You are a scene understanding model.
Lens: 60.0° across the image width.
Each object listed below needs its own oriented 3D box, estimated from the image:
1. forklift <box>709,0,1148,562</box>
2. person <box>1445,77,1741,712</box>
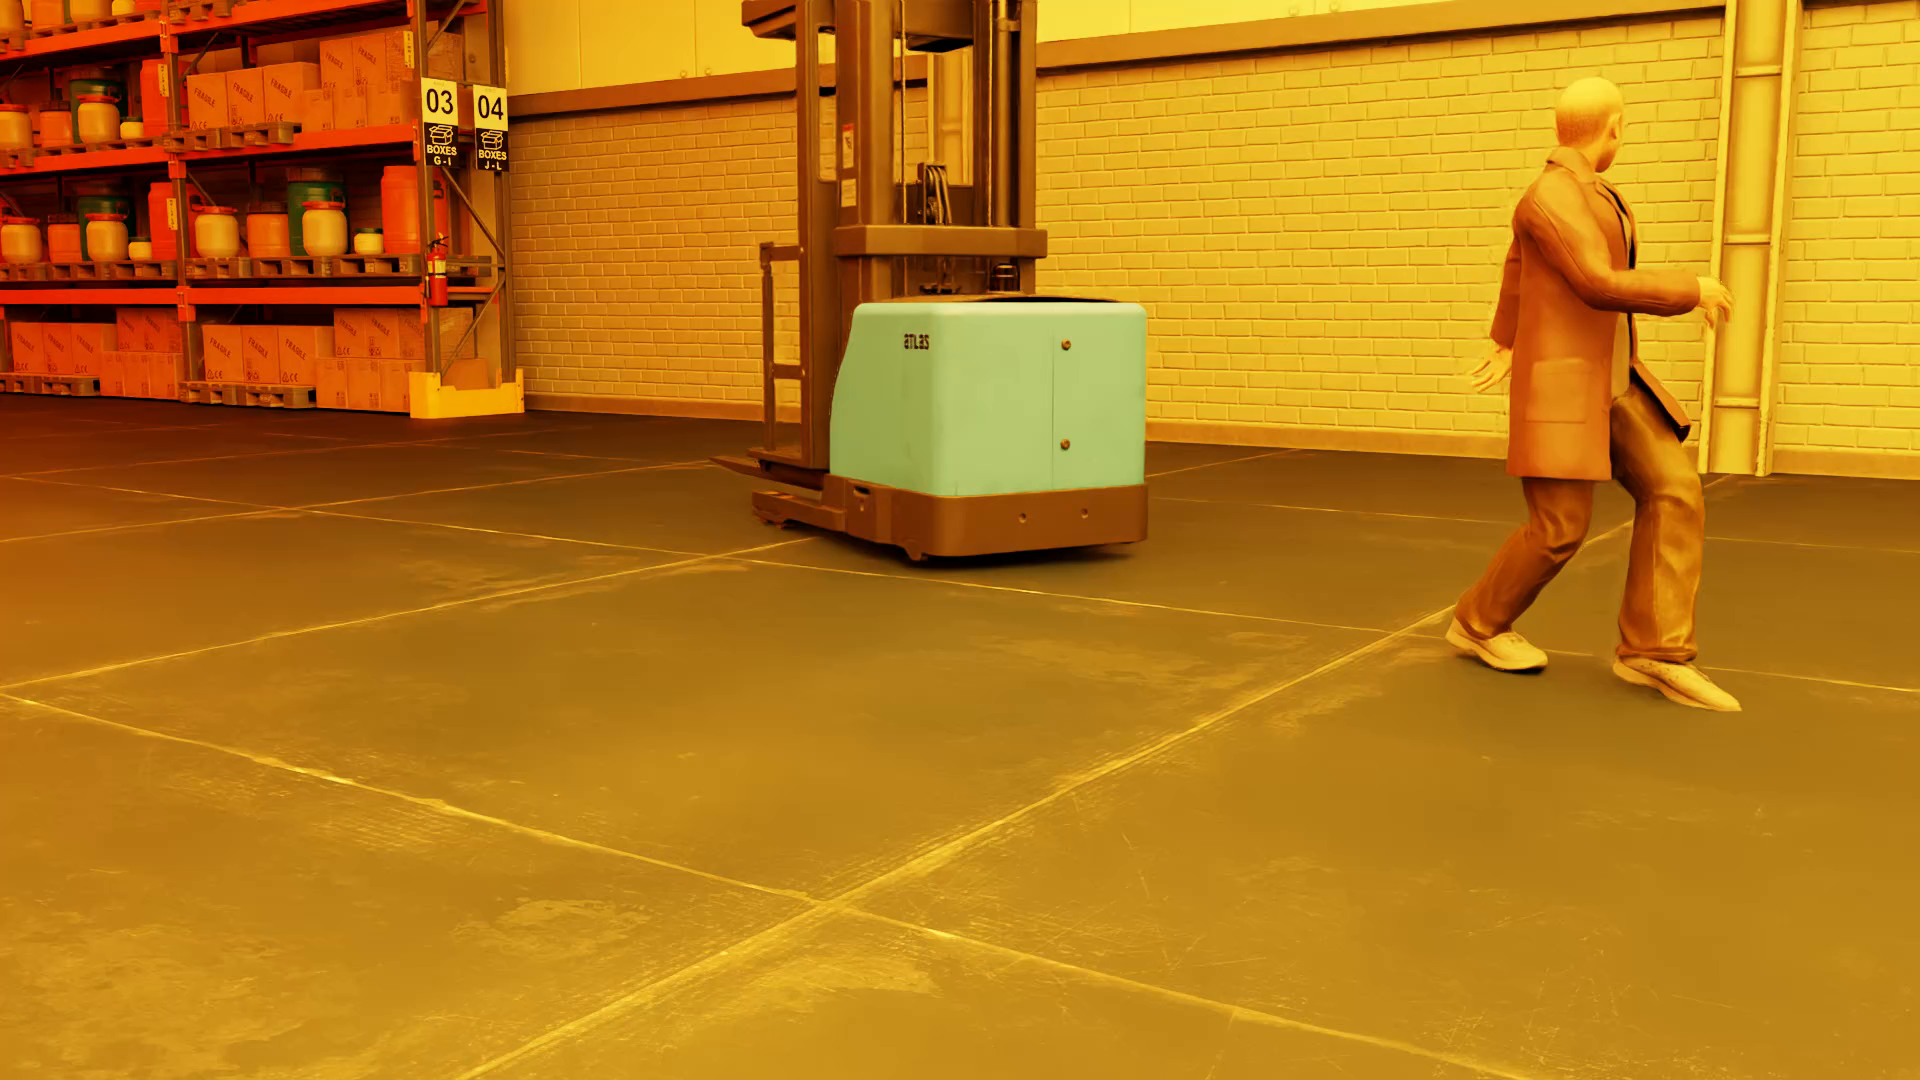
[{"bbox_3d":[-0.363,-1.530,7.951,1.130,2.935,3.031,-5,9,-29],"label":"forklift"},{"bbox_3d":[1.784,-0.432,4.716,0.609,1.716,1.022,-7,10,-39],"label":"person"}]
